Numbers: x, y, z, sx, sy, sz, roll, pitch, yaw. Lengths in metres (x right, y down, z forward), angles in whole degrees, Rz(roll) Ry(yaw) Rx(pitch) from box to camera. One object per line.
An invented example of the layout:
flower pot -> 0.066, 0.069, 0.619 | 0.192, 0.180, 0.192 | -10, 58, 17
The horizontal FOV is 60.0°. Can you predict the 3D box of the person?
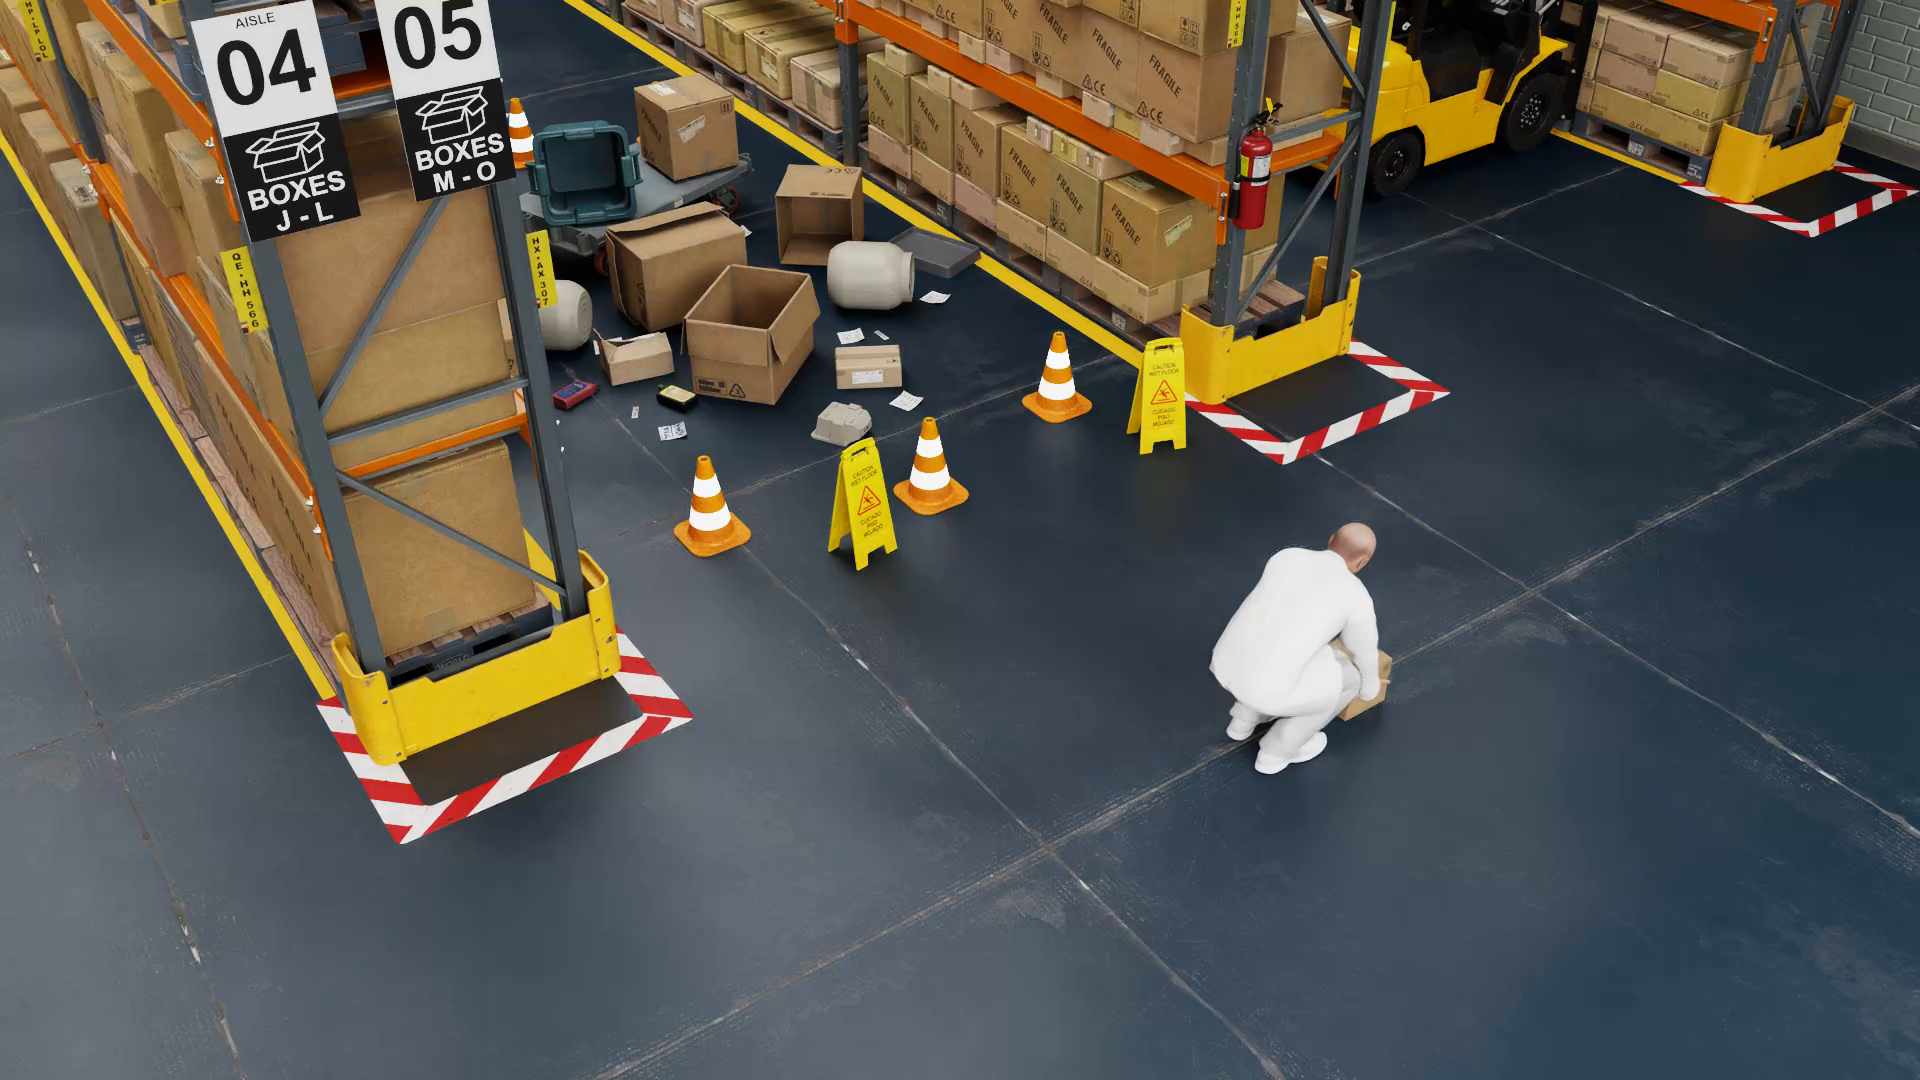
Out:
person -> 1.451, 0.461, 7.124 | 0.895, 0.907, 0.611 | -22, 42, -28
